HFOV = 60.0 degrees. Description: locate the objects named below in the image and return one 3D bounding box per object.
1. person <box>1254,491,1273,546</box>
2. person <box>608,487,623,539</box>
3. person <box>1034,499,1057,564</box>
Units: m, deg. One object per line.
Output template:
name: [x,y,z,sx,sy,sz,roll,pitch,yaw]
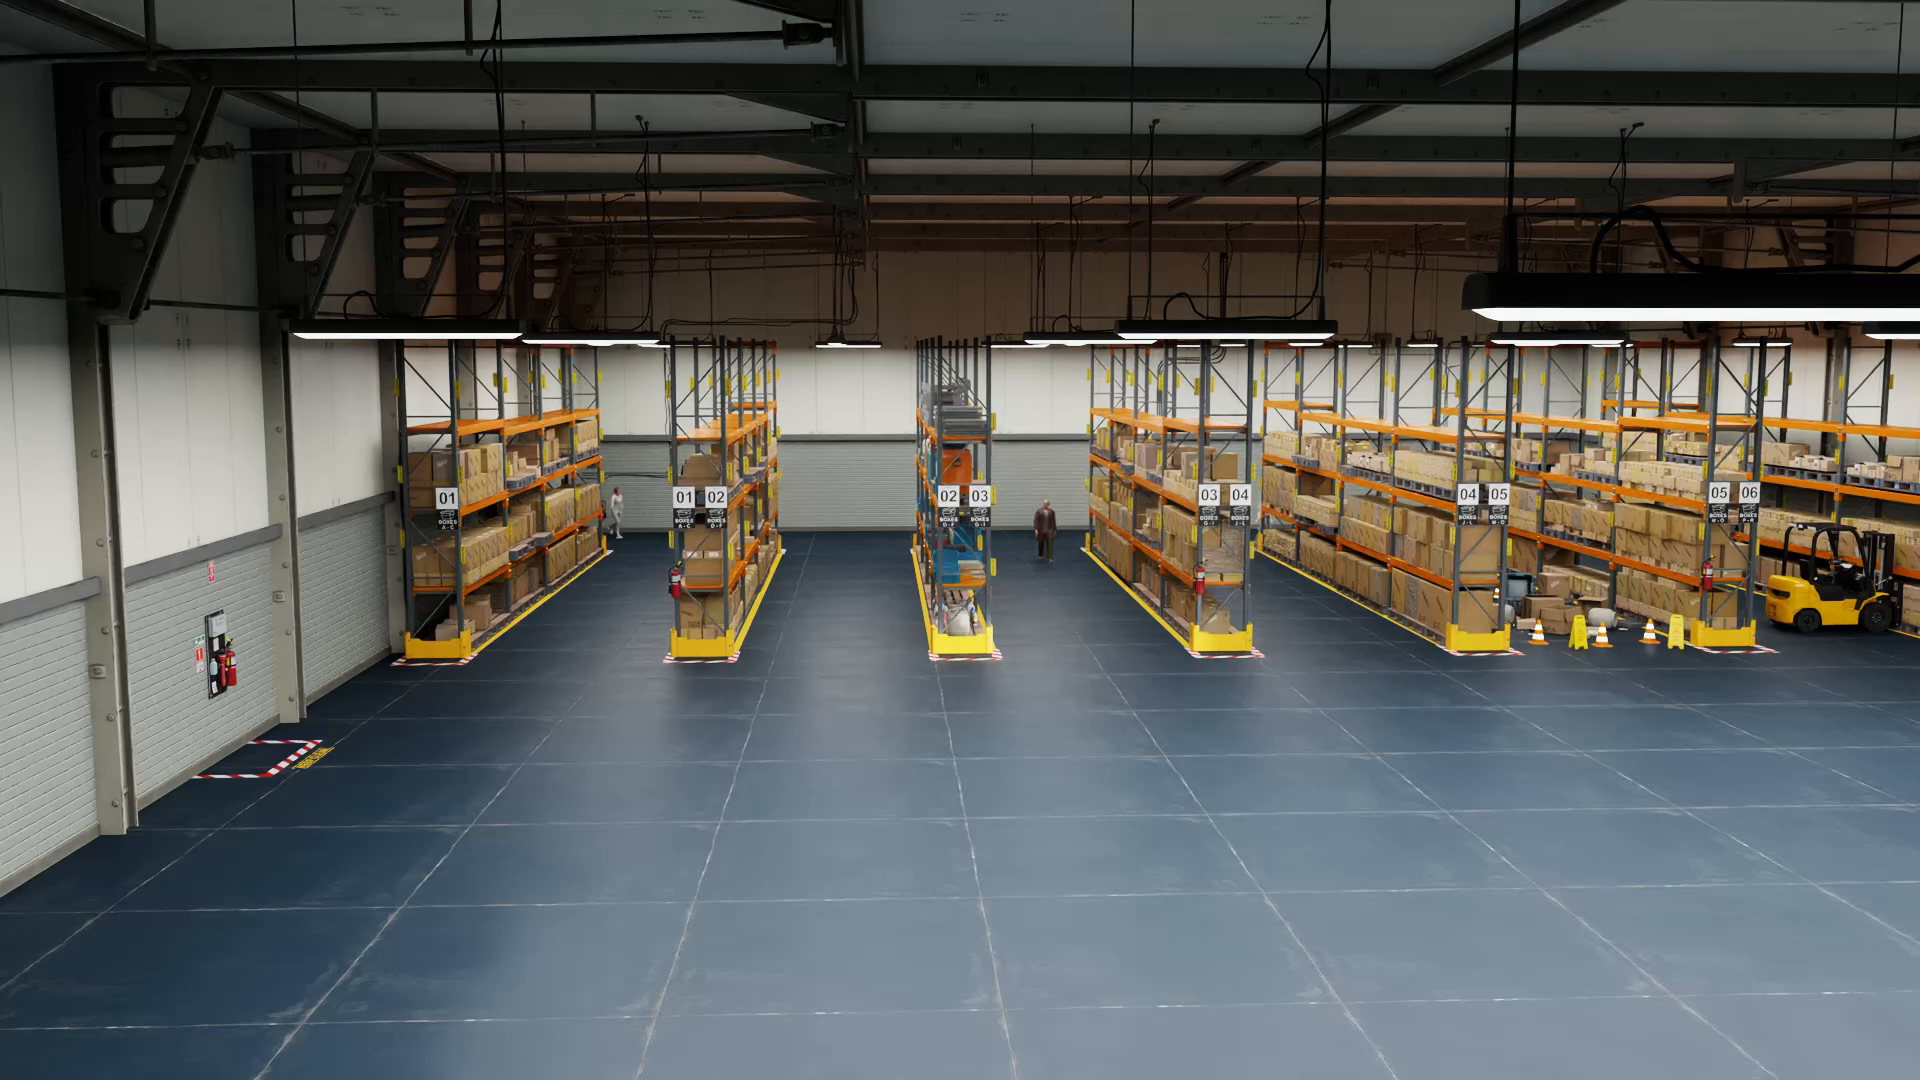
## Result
person: [8.986,-0.656,48.963,1.022,1.625,0.472,0,7,-4]
person: [-10.550,-0.851,50.912,0.718,1.568,0.421,4,8,34]
person: [2.314,-0.247,44.905,0.669,1.717,1.170,-1,7,-6]
